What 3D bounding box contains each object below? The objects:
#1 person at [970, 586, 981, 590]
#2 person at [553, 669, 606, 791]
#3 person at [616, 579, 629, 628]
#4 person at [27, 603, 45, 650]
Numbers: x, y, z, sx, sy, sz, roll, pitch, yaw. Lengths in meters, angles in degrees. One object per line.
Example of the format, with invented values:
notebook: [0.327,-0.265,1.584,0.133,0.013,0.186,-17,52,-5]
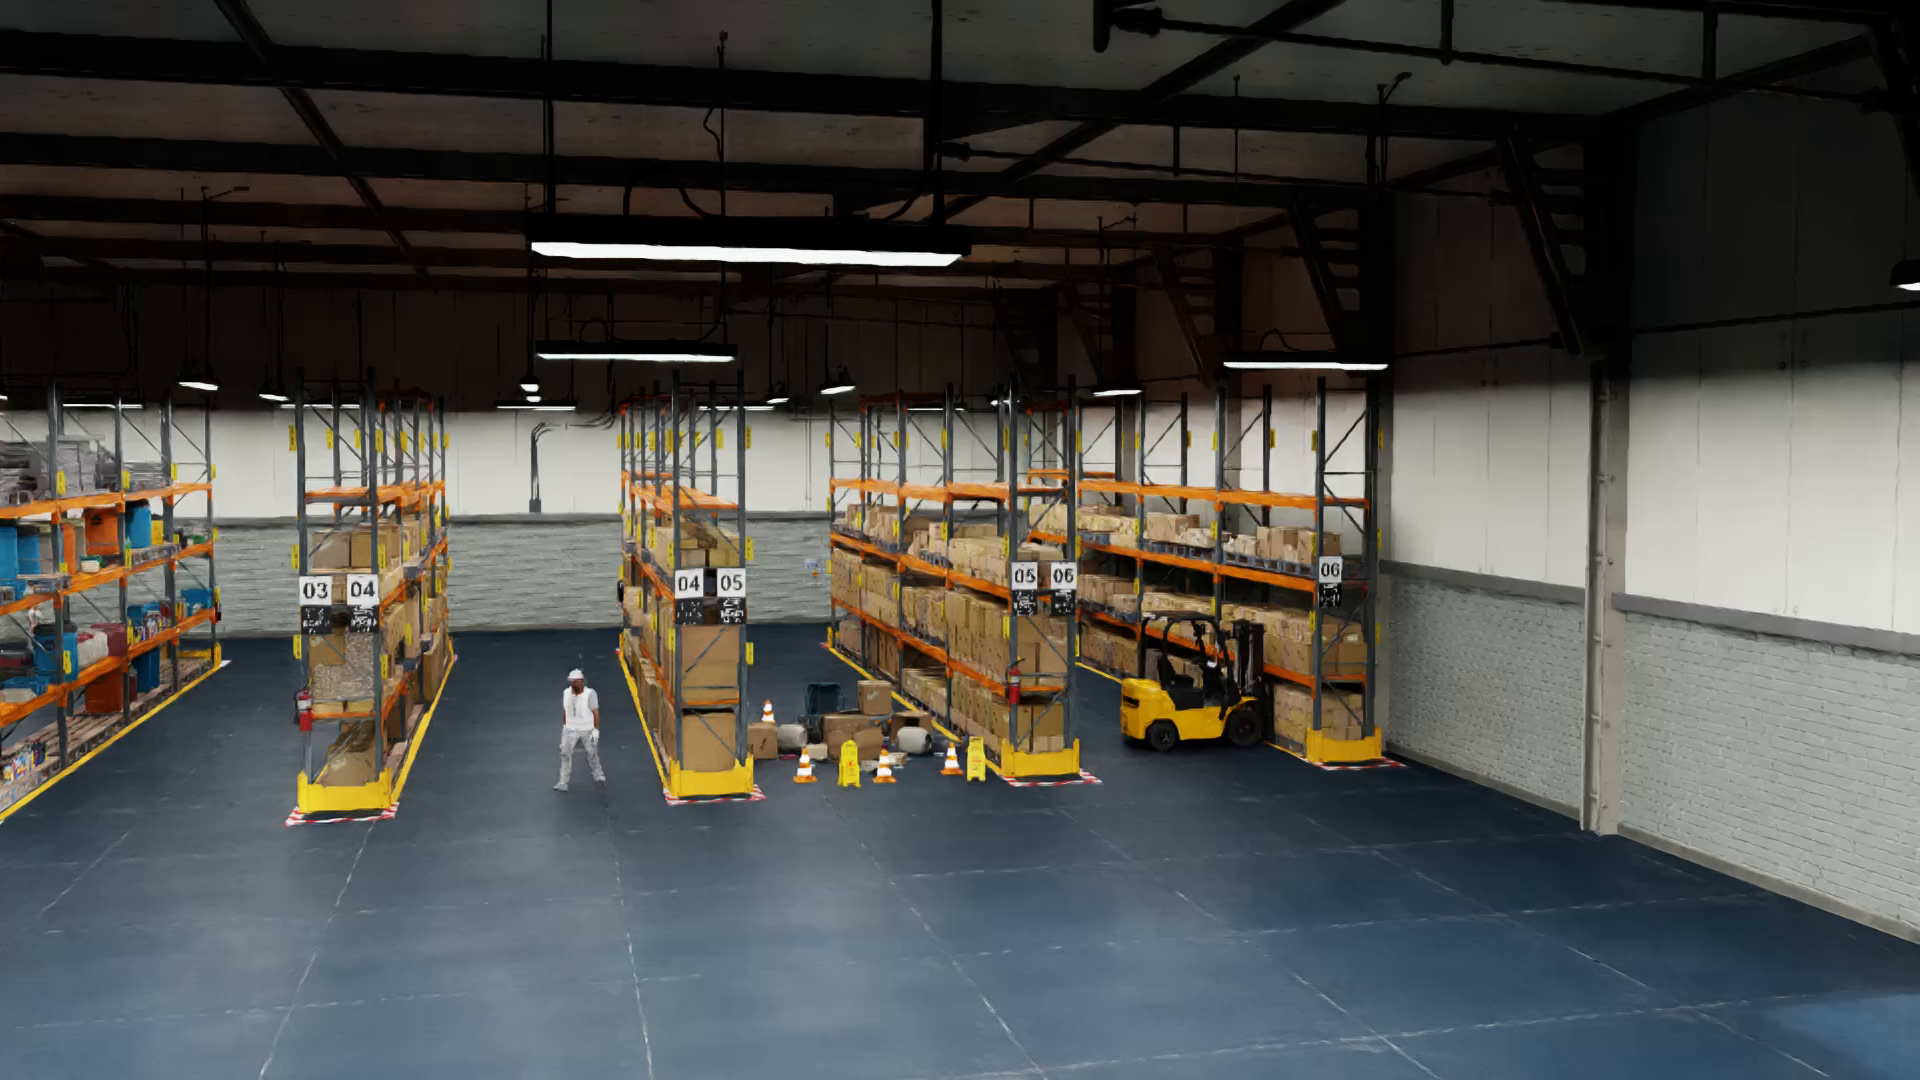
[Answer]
person: [0.340,1.435,45.074,0.607,1.769,0.655,2,4,31]
person: [-5.486,2.716,23.959,0.601,1.740,0.982,0,3,8]
person: [-8.524,1.611,42.644,0.625,1.742,0.544,3,4,38]
person: [-19.744,2.029,35.523,0.384,1.676,0.594,-1,3,-10]
